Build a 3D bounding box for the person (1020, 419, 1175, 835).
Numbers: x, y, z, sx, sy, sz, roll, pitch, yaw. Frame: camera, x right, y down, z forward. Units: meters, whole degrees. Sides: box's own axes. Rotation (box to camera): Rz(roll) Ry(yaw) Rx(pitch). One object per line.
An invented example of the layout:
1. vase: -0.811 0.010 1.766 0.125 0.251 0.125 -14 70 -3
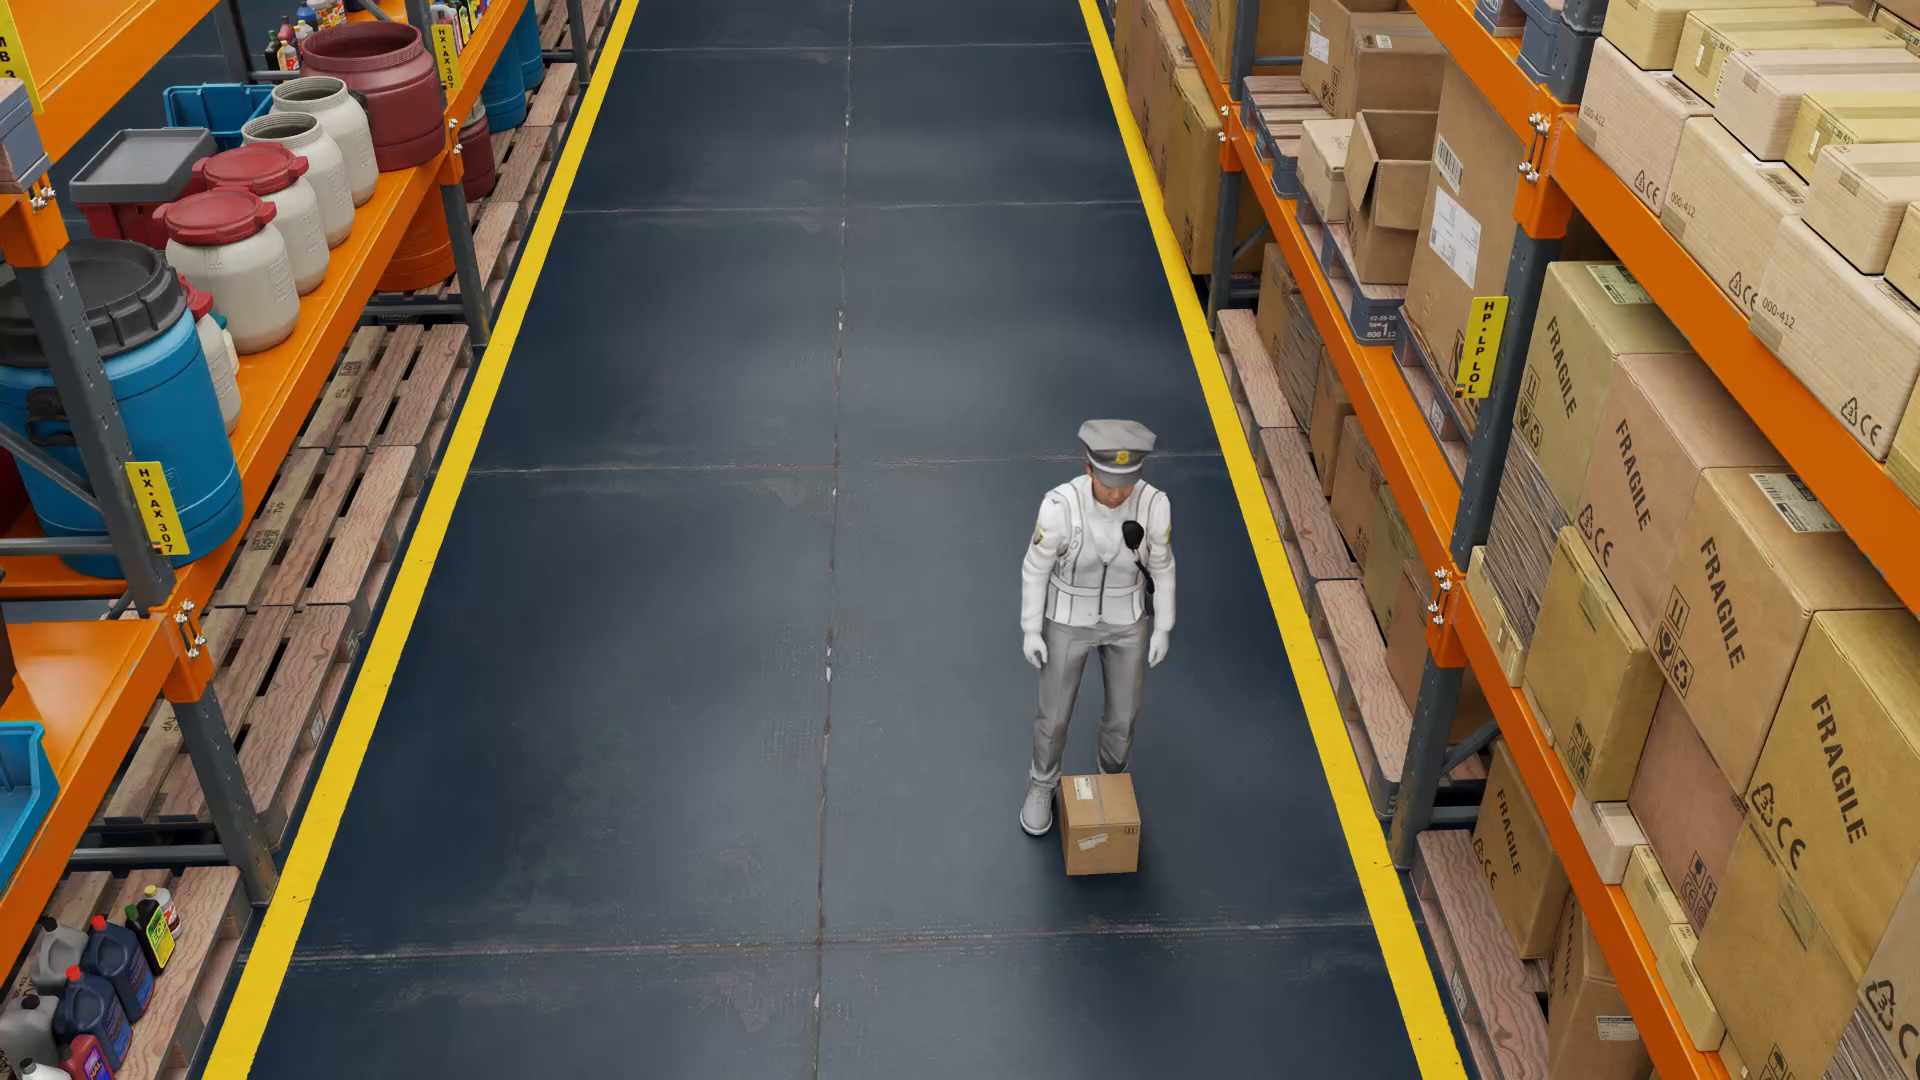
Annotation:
1. person: 0.472 0.300 5.721 0.530 1.664 0.371 -1 35 -2
